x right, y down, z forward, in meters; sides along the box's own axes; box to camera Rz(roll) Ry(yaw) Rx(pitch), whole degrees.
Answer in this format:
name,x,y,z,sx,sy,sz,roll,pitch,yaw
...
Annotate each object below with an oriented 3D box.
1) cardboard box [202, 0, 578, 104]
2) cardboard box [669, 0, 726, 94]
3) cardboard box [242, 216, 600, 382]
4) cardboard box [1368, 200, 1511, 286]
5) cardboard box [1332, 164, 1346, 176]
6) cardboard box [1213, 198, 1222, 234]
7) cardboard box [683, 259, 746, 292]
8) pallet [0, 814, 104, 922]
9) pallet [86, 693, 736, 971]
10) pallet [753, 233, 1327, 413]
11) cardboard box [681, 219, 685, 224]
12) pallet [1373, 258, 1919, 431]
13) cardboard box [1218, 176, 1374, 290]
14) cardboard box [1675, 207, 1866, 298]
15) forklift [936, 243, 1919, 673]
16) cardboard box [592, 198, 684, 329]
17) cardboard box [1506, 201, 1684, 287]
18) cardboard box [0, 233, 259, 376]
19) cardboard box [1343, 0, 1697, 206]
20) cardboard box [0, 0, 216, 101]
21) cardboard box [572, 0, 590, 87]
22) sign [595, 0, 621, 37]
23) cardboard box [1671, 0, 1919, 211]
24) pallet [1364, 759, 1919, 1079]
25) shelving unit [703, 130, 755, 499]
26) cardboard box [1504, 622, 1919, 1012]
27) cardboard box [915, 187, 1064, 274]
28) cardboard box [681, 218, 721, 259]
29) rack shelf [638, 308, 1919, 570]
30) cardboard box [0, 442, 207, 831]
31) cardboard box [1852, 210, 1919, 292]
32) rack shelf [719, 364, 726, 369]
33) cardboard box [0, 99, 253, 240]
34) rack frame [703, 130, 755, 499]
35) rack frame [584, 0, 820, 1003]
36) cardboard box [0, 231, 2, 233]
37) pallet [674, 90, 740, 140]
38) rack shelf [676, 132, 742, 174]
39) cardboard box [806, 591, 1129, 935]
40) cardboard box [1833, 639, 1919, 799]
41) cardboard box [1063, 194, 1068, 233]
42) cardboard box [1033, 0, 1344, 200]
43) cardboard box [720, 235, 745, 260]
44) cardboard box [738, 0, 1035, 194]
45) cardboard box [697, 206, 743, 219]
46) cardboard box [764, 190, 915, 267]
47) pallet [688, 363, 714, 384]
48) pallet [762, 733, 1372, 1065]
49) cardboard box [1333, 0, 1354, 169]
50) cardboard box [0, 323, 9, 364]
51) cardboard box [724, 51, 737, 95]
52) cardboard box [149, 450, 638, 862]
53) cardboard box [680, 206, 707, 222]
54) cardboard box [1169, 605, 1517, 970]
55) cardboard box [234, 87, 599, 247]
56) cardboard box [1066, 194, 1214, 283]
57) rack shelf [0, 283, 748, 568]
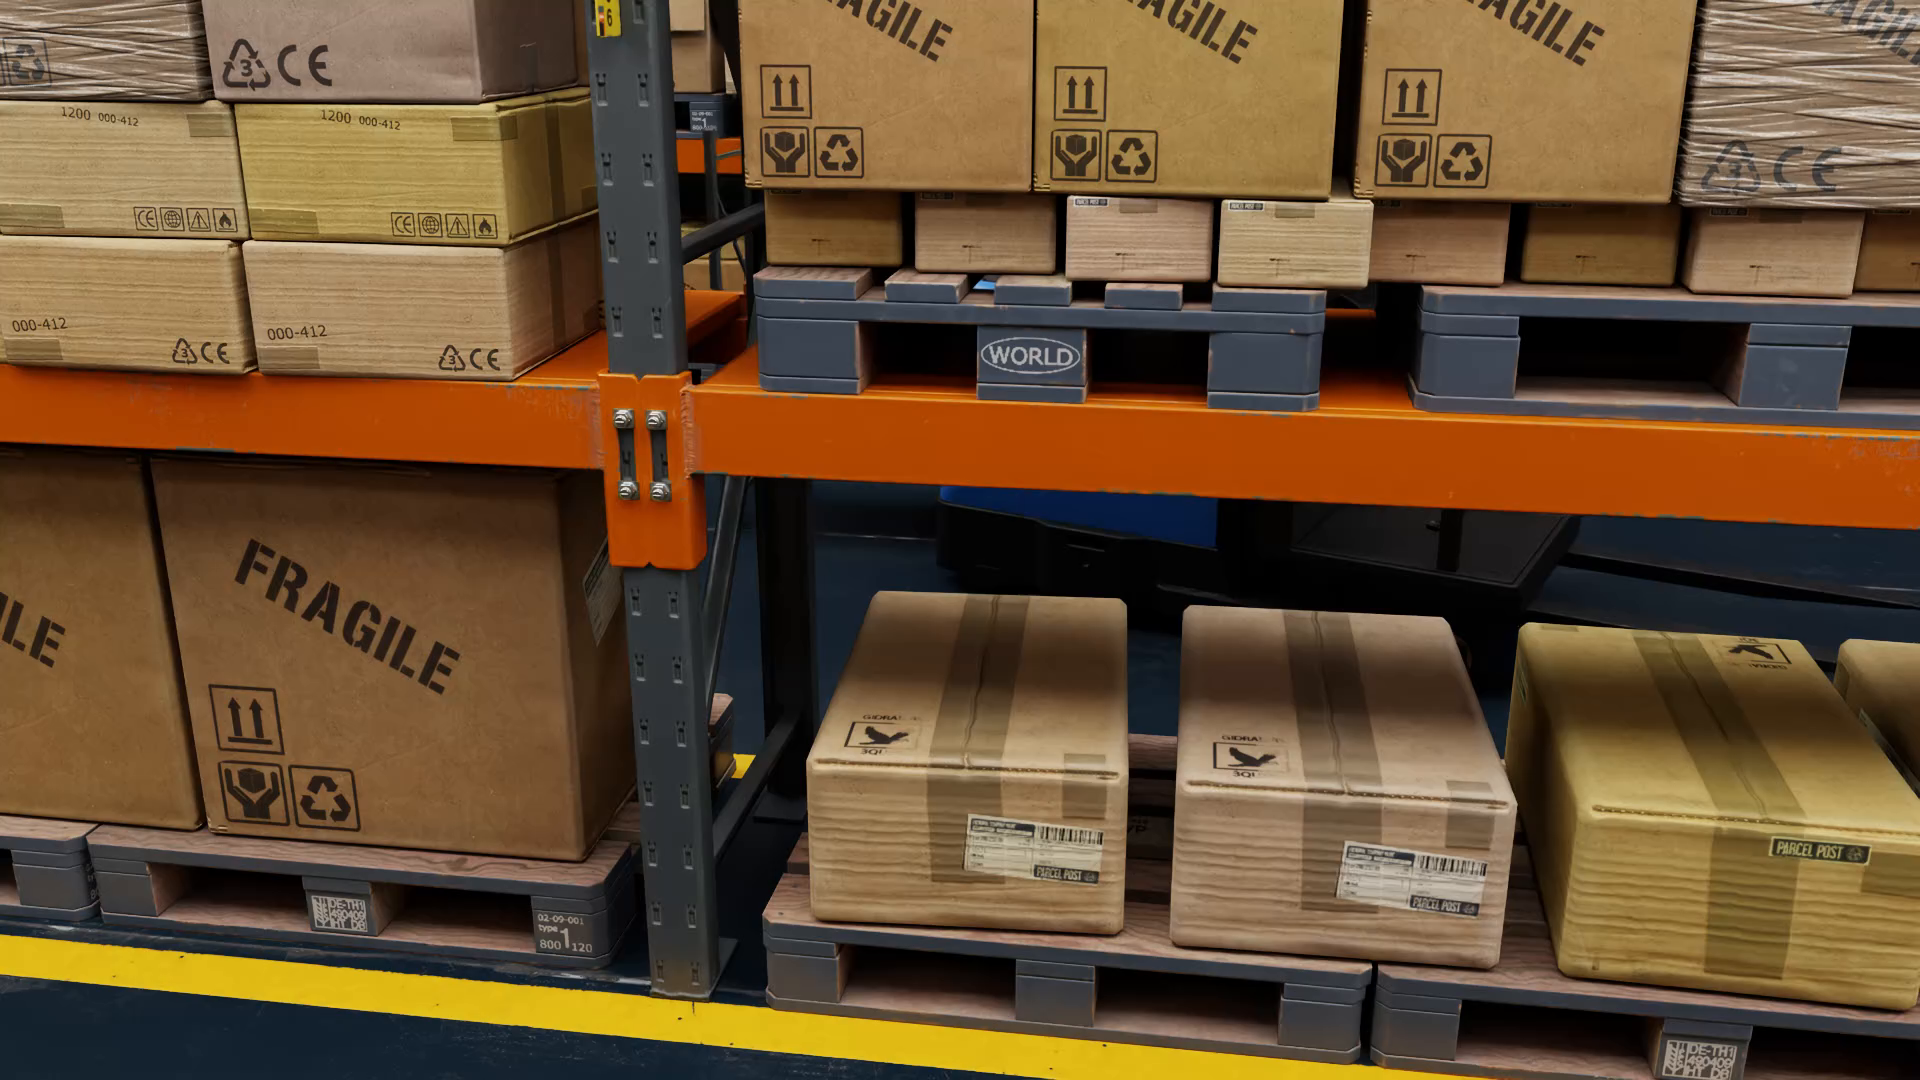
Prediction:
name,x,y,z,sx,sy,sz,roll,pitch,yaw
cardboard box,-1.055,-1.090,3.099,0.500,0.500,0.500,2,19,7
cardboard box,-1.360,-2.451,8.078,0.637,0.503,0.797,2,19,7
cardboard box,-1.043,-0.497,3.297,0.500,0.250,0.500,2,19,7
cardboard box,0.844,-0.568,3.008,0.250,0.149,0.380,4,19,12
cardboard box,0.911,-0.747,3.542,0.250,0.149,0.380,3,19,10
cardboard box,0.637,-0.756,3.571,0.250,0.149,0.380,2,19,6
cardboard box,-1.180,-1.201,8.442,0.500,0.500,0.500,4,19,11
pallet,-2.470,0.573,4.258,1.213,0.211,1.003,3,19,9
pallet,-1.269,0.635,4.072,1.213,0.211,1.003,3,19,9
pallet,0.218,-0.530,3.463,1.003,0.211,1.213,3,19,9
cardboard box,-1.552,-1.522,8.378,0.250,0.149,0.380,2,19,6
pallet,1.458,-0.446,3.211,1.213,0.211,1.003,3,19,9
cardboard box,0.593,-0.556,2.972,0.250,0.149,0.380,3,19,9
cardboard box,1.377,-0.533,2.902,0.250,0.149,0.380,4,19,10
forklift,1.452,-1.137,5.083,3.031,2.935,1.130,10,21,28
cardboard box,-0.946,-0.656,3.773,0.500,0.250,0.500,3,19,8
cardboard box,1.129,-0.566,3.002,0.250,0.149,0.380,4,19,11
cardboard box,-1.550,-0.518,3.359,0.500,0.250,0.500,3,19,10
cardboard box,0.946,-0.868,2.881,0.500,0.500,0.500,3,19,10
cardboard box,-1.563,-1.113,3.168,0.500,0.500,0.500,3,19,10
cardboard box,-0.951,-1.247,3.569,0.500,0.500,0.500,2,19,7
sign,-0.588,-0.999,2.736,0.005,0.325,0.100,3,19,9
cardboard box,1.438,-0.840,2.798,0.500,0.500,0.500,2,19,7
pallet,1.469,0.800,3.578,1.213,0.211,1.003,3,19,9
shelving unit,-0.358,-0.799,6.328,1.048,1.500,0.538,4,19,12
cardboard box,1.531,0.529,3.474,0.625,0.372,0.950,4,19,10
cardboard box,0.062,-0.605,3.117,0.250,0.149,0.380,2,19,5
cardboard box,-1.274,-1.517,8.365,0.250,0.149,0.380,3,19,8
rack shelf,1.472,-0.182,3.254,4.000,0.370,1.077,3,19,9
cardboard box,-2.052,0.078,4.031,0.875,0.875,0.875,3,19,9
cardboard box,1.646,-0.543,2.934,0.250,0.149,0.380,2,19,7
rack shelf,-0.358,-0.629,6.385,1.000,0.185,0.538,4,19,12
cardboard box,-1.528,-0.759,3.293,0.500,0.250,0.500,2,19,7
rack frame,-0.855,-0.834,6.431,0.032,1.500,0.500,4,19,12
rack frame,-0.503,-0.624,3.440,0.127,3.000,1.000,3,19,9
cardboard box,-2.037,-0.779,3.351,0.500,0.250,0.500,2,19,7
pallet,-1.640,-2.185,8.407,1.213,0.211,1.003,3,19,9
rack shelf,-1.694,-1.939,8.503,4.000,0.370,1.077,3,19,9
cardboard box,0.053,0.455,3.696,0.625,0.372,0.950,2,19,5
cardboard box,2.218,0.564,3.371,0.625,0.372,0.950,4,19,12
cardboard box,0.134,-0.770,3.612,0.250,0.149,0.380,3,19,9
cardboard box,0.420,-0.892,2.955,0.500,0.500,0.500,4,19,11
cardboard box,-1.028,-1.505,8.328,0.250,0.149,0.380,3,19,10
cardboard box,-0.095,-0.916,3.026,0.500,0.500,0.500,2,19,7
cardboard box,-1.220,-1.674,8.835,0.250,0.149,0.380,3,19,7
cardboard box,-0.212,-0.629,3.191,0.250,0.149,0.380,2,19,5
pallet,-1.652,-0.968,8.864,1.213,0.211,1.003,3,19,9
pallet,0.268,0.738,3.764,1.213,0.211,1.003,3,19,9
cardboard box,1.001,-1.028,3.360,0.500,0.500,0.500,2,19,5
cardboard box,-2.045,-0.548,3.450,0.500,0.250,0.500,3,19,8
cardboard box,-0.812,-2.259,7.901,0.500,0.250,0.500,2,19,6
cardboard box,-1.172,0.124,3.893,0.875,0.875,0.875,3,19,8
cardboard box,-1.470,-1.673,8.830,0.250,0.149,0.380,3,19,9
cardboard box,0.783,0.489,3.593,0.625,0.372,0.950,3,19,8
cardboard box,-1.021,-0.735,3.220,0.500,0.250,0.500,3,19,8
cardboard box,0.325,-0.576,3.032,0.250,0.149,0.380,2,19,5
rack shelf,-2.478,-0.383,3.855,4.000,0.370,1.077,3,19,9
